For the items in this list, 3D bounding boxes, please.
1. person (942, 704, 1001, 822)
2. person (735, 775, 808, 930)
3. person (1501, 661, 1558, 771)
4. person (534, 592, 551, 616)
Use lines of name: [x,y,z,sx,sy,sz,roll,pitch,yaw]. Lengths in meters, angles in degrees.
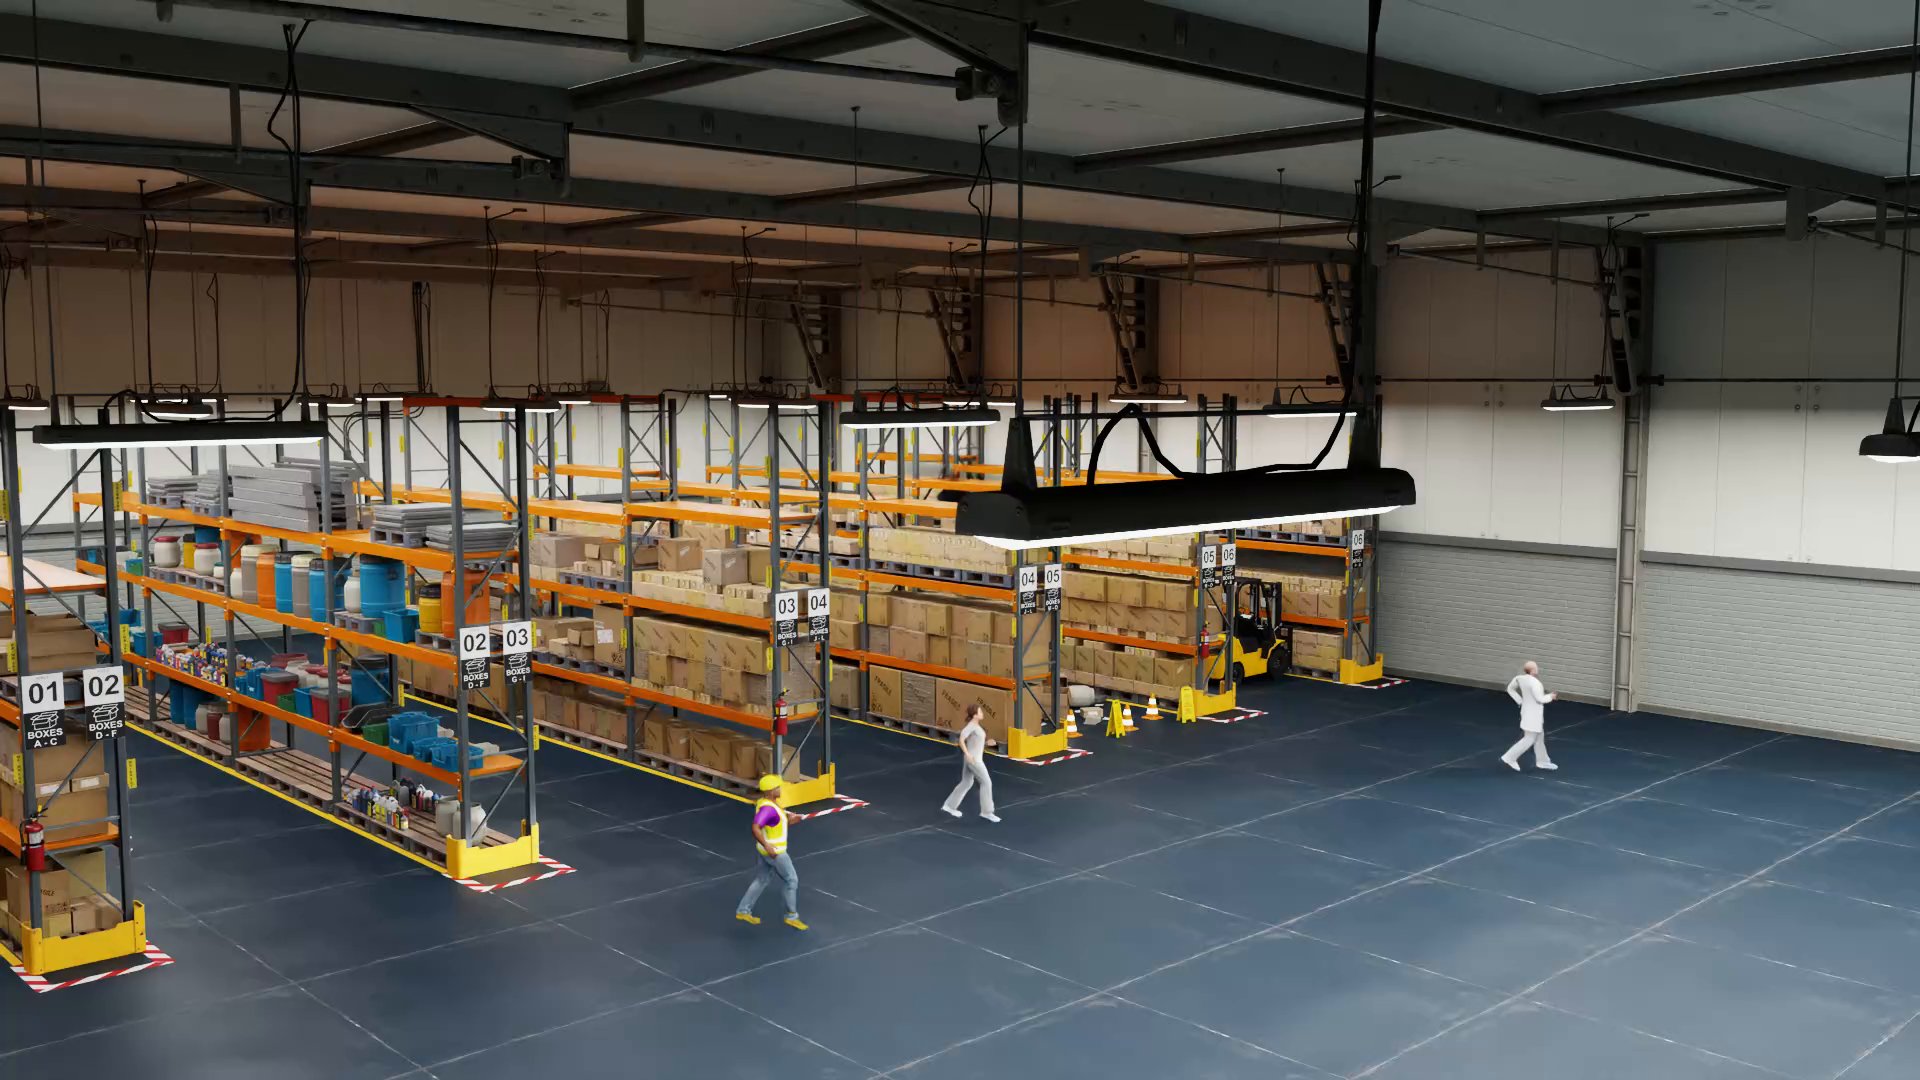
person: [0.160,3.192,23.851,0.839,1.703,0.559,-1,6,-6]
person: [-2.170,3.598,19.080,0.820,1.821,0.677,-2,6,-20]
person: [9.178,2.826,26.709,1.001,1.770,0.710,0,6,-5]
person: [-10.147,1.506,40.997,0.695,1.802,0.681,-5,8,-43]
